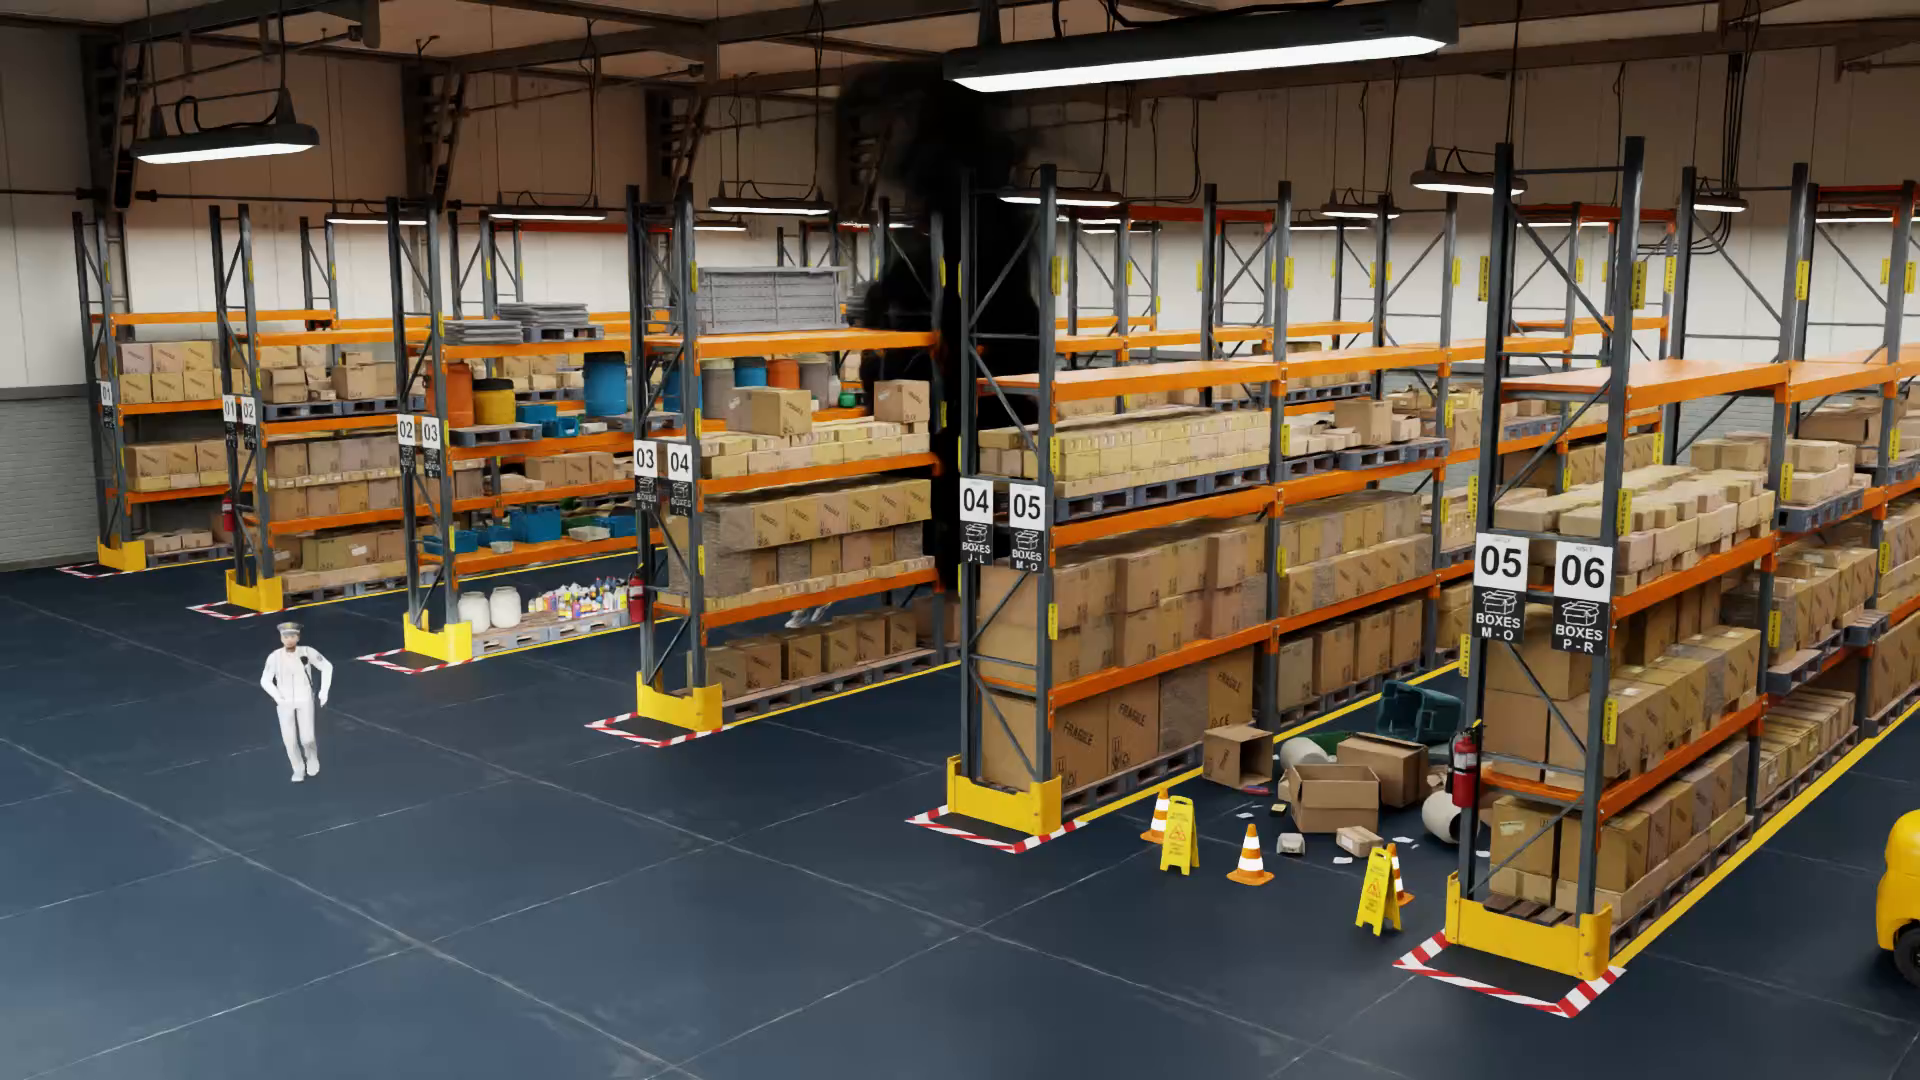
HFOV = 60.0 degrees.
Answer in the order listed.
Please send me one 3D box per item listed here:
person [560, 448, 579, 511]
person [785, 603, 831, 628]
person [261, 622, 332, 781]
[{"bbox_3d":[-7.456,-0.995,31.690,0.660,1.821,0.903,8,12,39],"label":"person"},{"bbox_3d":[-2.097,0.252,22.535,0.714,1.842,0.893,8,12,39],"label":"person"},{"bbox_3d":[-6.584,1.615,16.521,0.659,1.646,0.553,-3,10,-16],"label":"person"}]
